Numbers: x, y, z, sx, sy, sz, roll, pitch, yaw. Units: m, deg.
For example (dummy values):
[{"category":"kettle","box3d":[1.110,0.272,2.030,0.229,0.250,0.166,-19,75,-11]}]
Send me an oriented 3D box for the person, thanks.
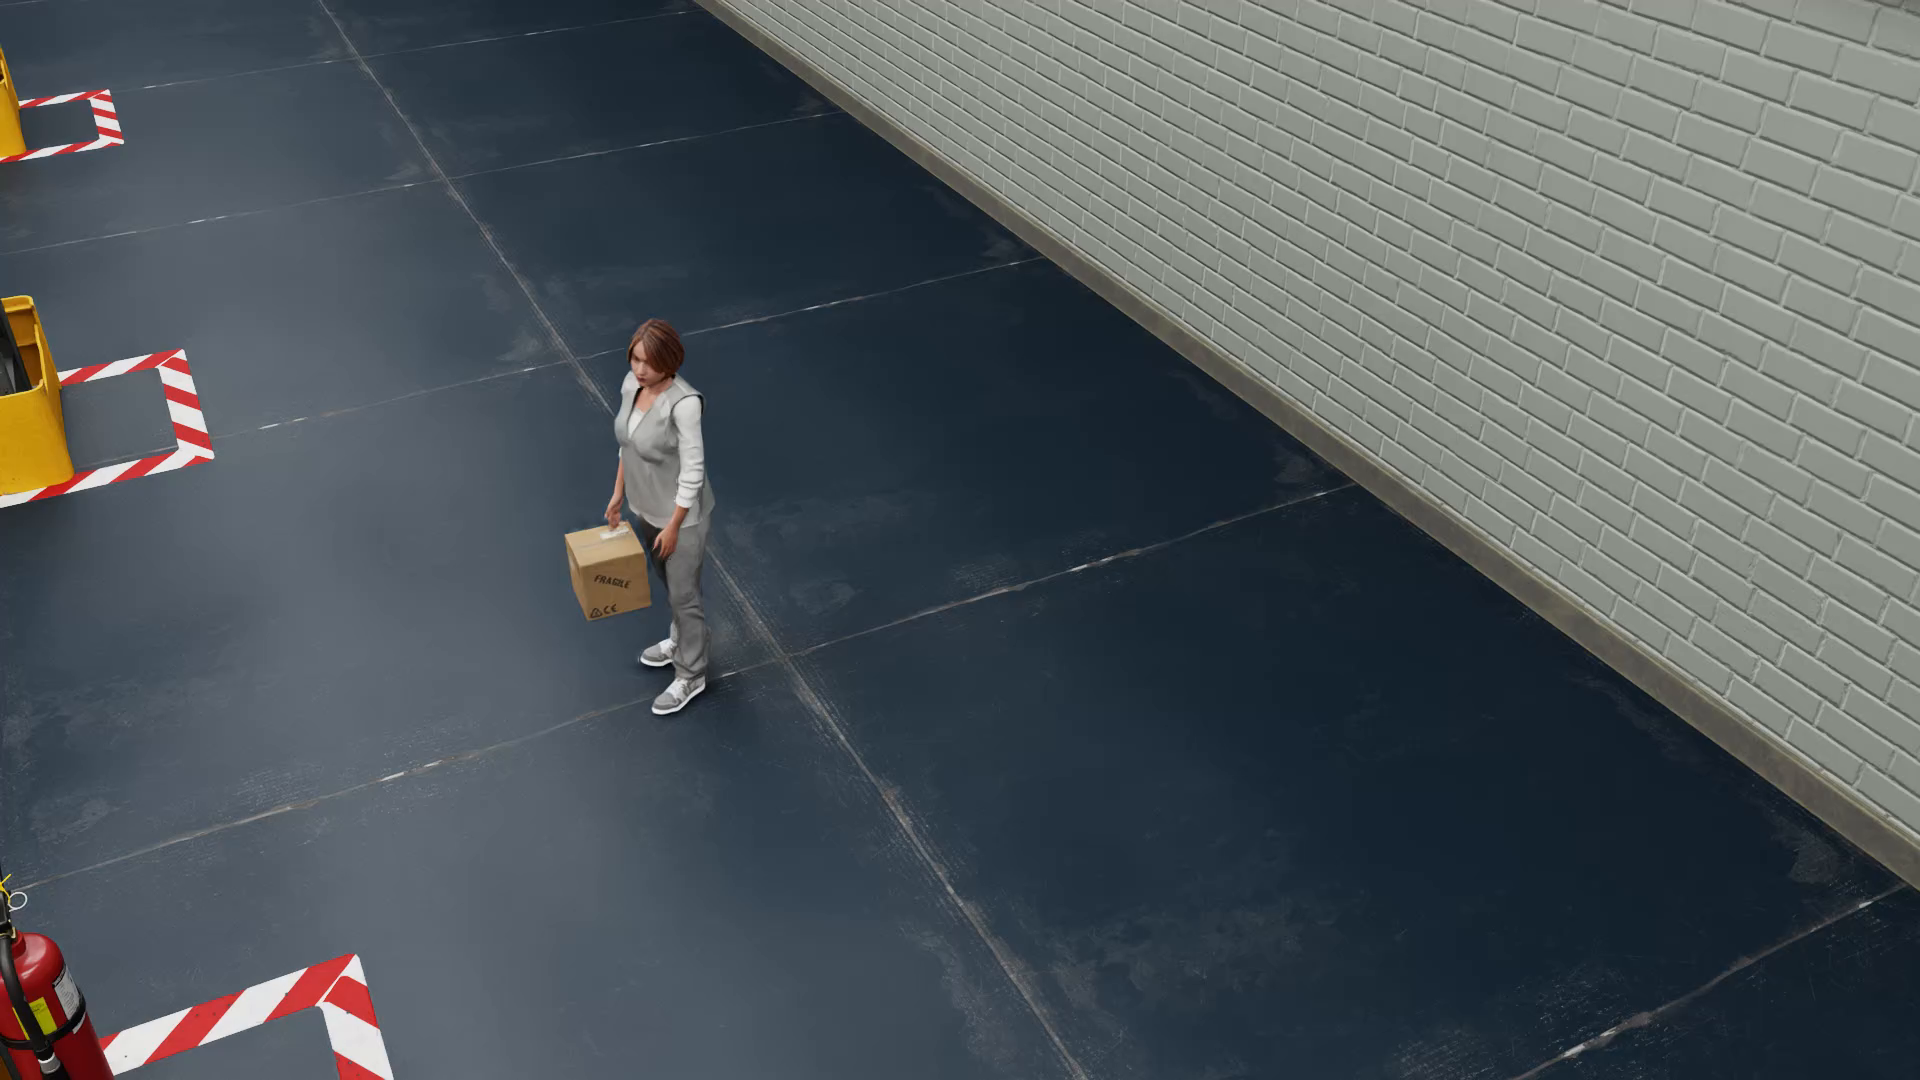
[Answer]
[{"category":"person","box3d":[-1.125,-0.096,6.283,0.419,1.605,0.438,-26,42,-34]}]
